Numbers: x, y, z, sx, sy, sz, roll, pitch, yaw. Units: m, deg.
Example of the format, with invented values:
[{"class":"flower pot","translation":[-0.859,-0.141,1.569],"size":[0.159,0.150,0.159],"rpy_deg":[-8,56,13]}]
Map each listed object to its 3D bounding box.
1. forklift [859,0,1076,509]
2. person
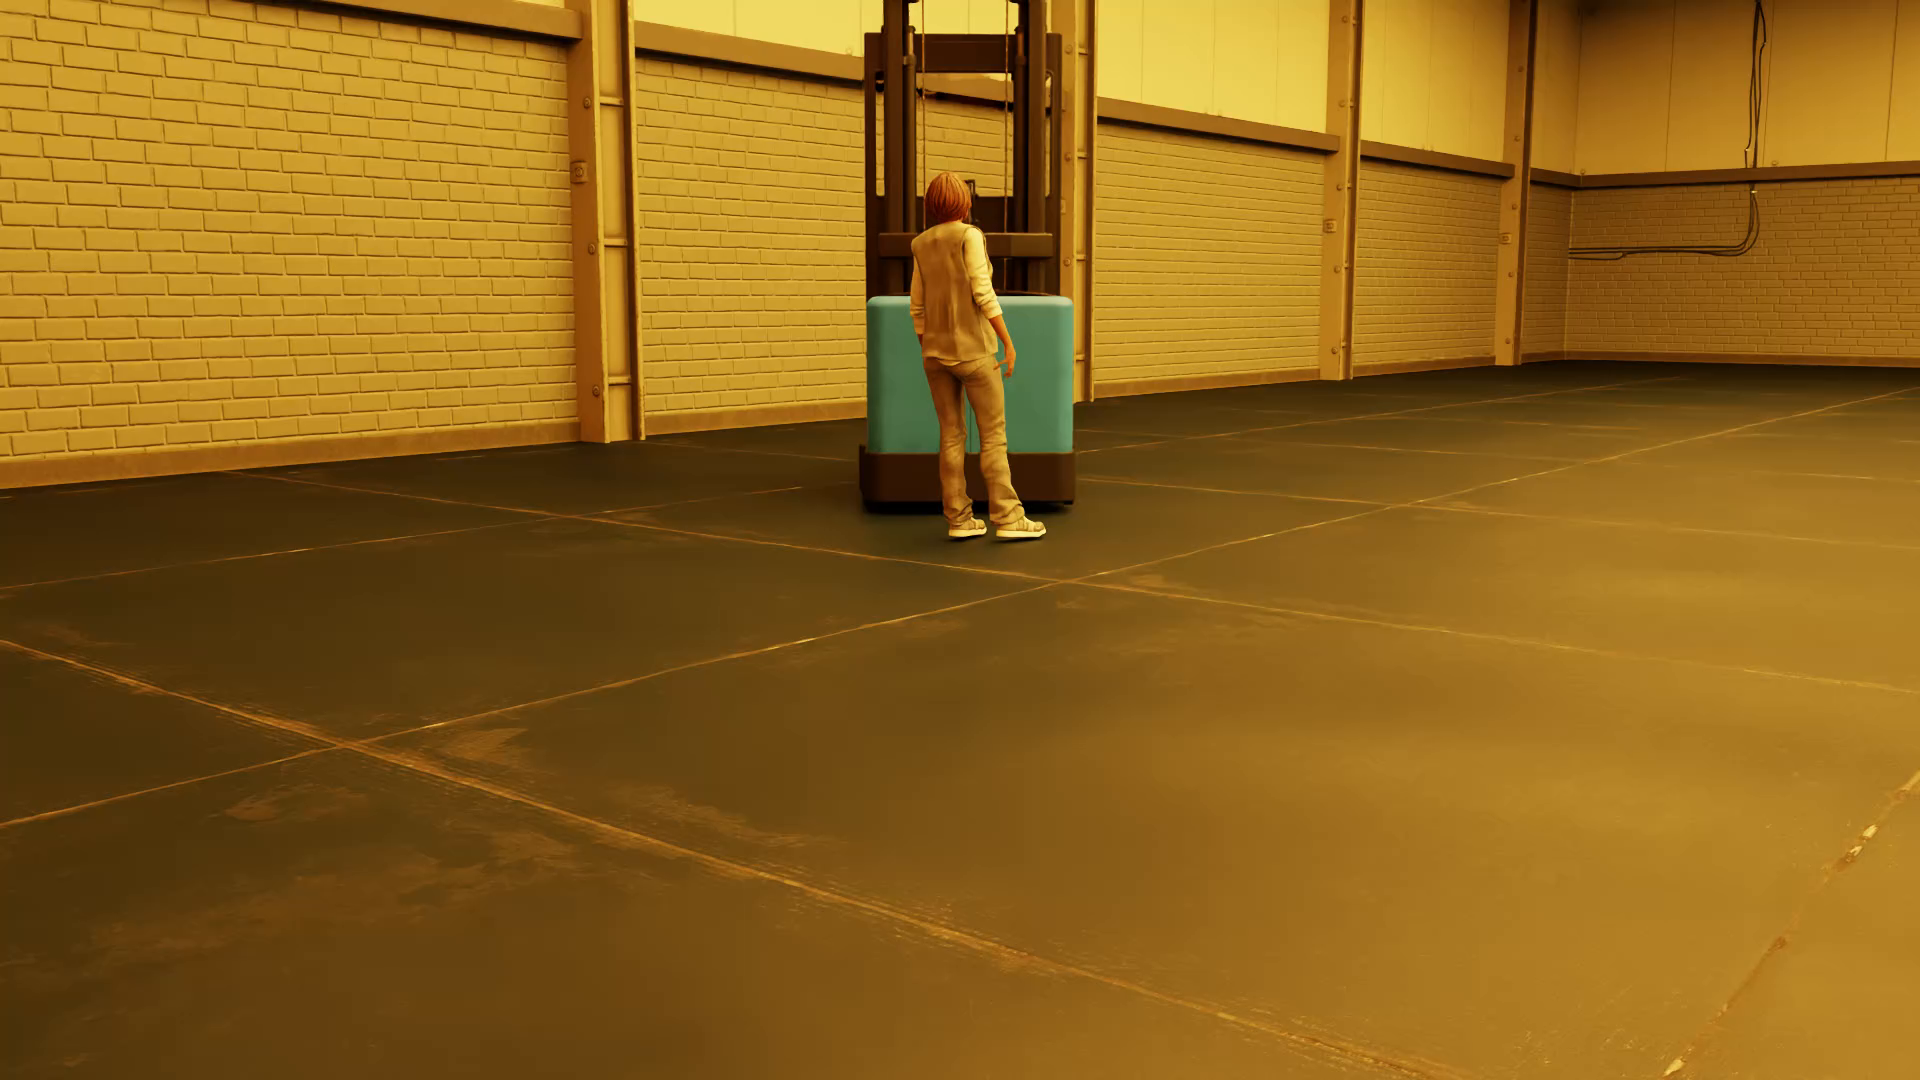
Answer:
[{"class":"forklift","translation":[0.009,-1.787,9.493],"size":[1.130,2.935,3.031],"rpy_deg":[0,8,-2]},{"class":"person","translation":[0.058,-0.803,7.336],"size":[0.519,1.594,0.474],"rpy_deg":[7,11,38]}]
